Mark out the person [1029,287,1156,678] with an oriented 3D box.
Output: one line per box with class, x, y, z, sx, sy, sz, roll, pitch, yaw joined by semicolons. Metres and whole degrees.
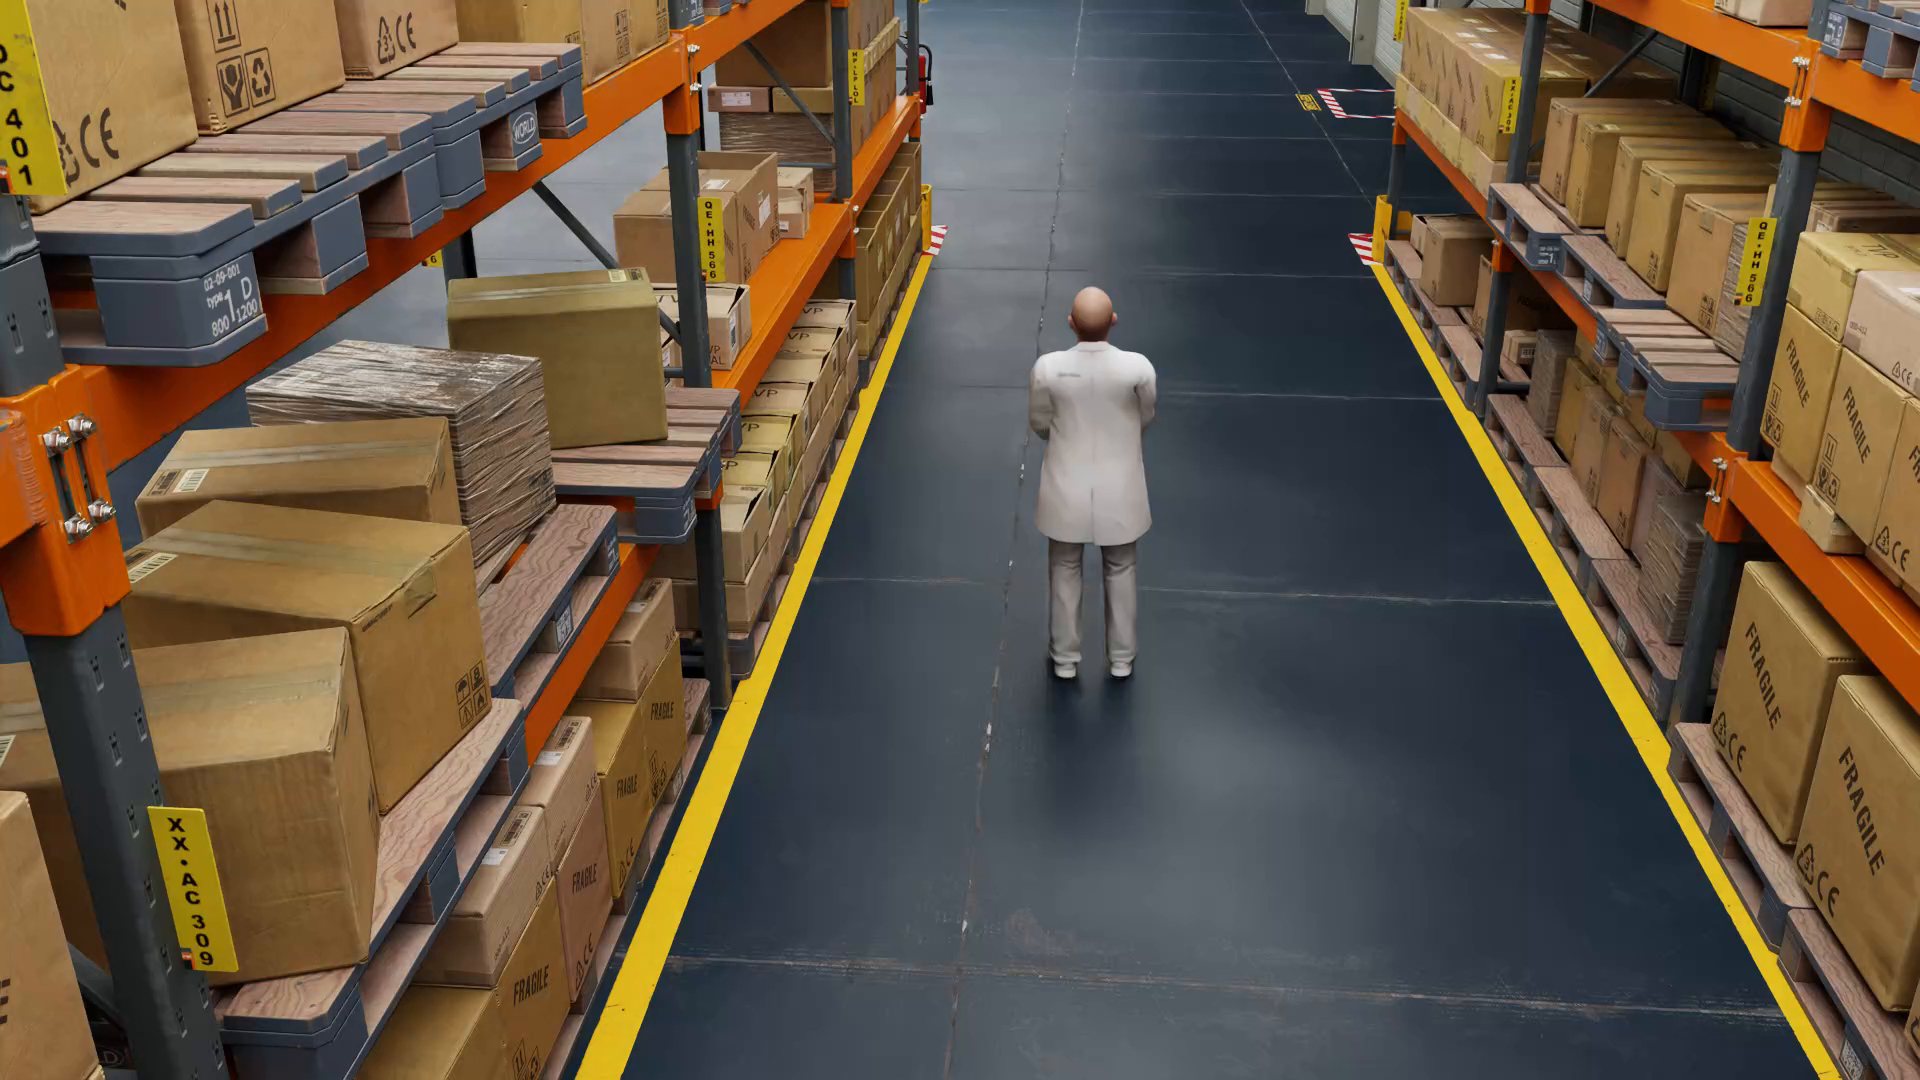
person;0.570;-0.273;7.224;0.543;1.779;0.550;2;24;4
